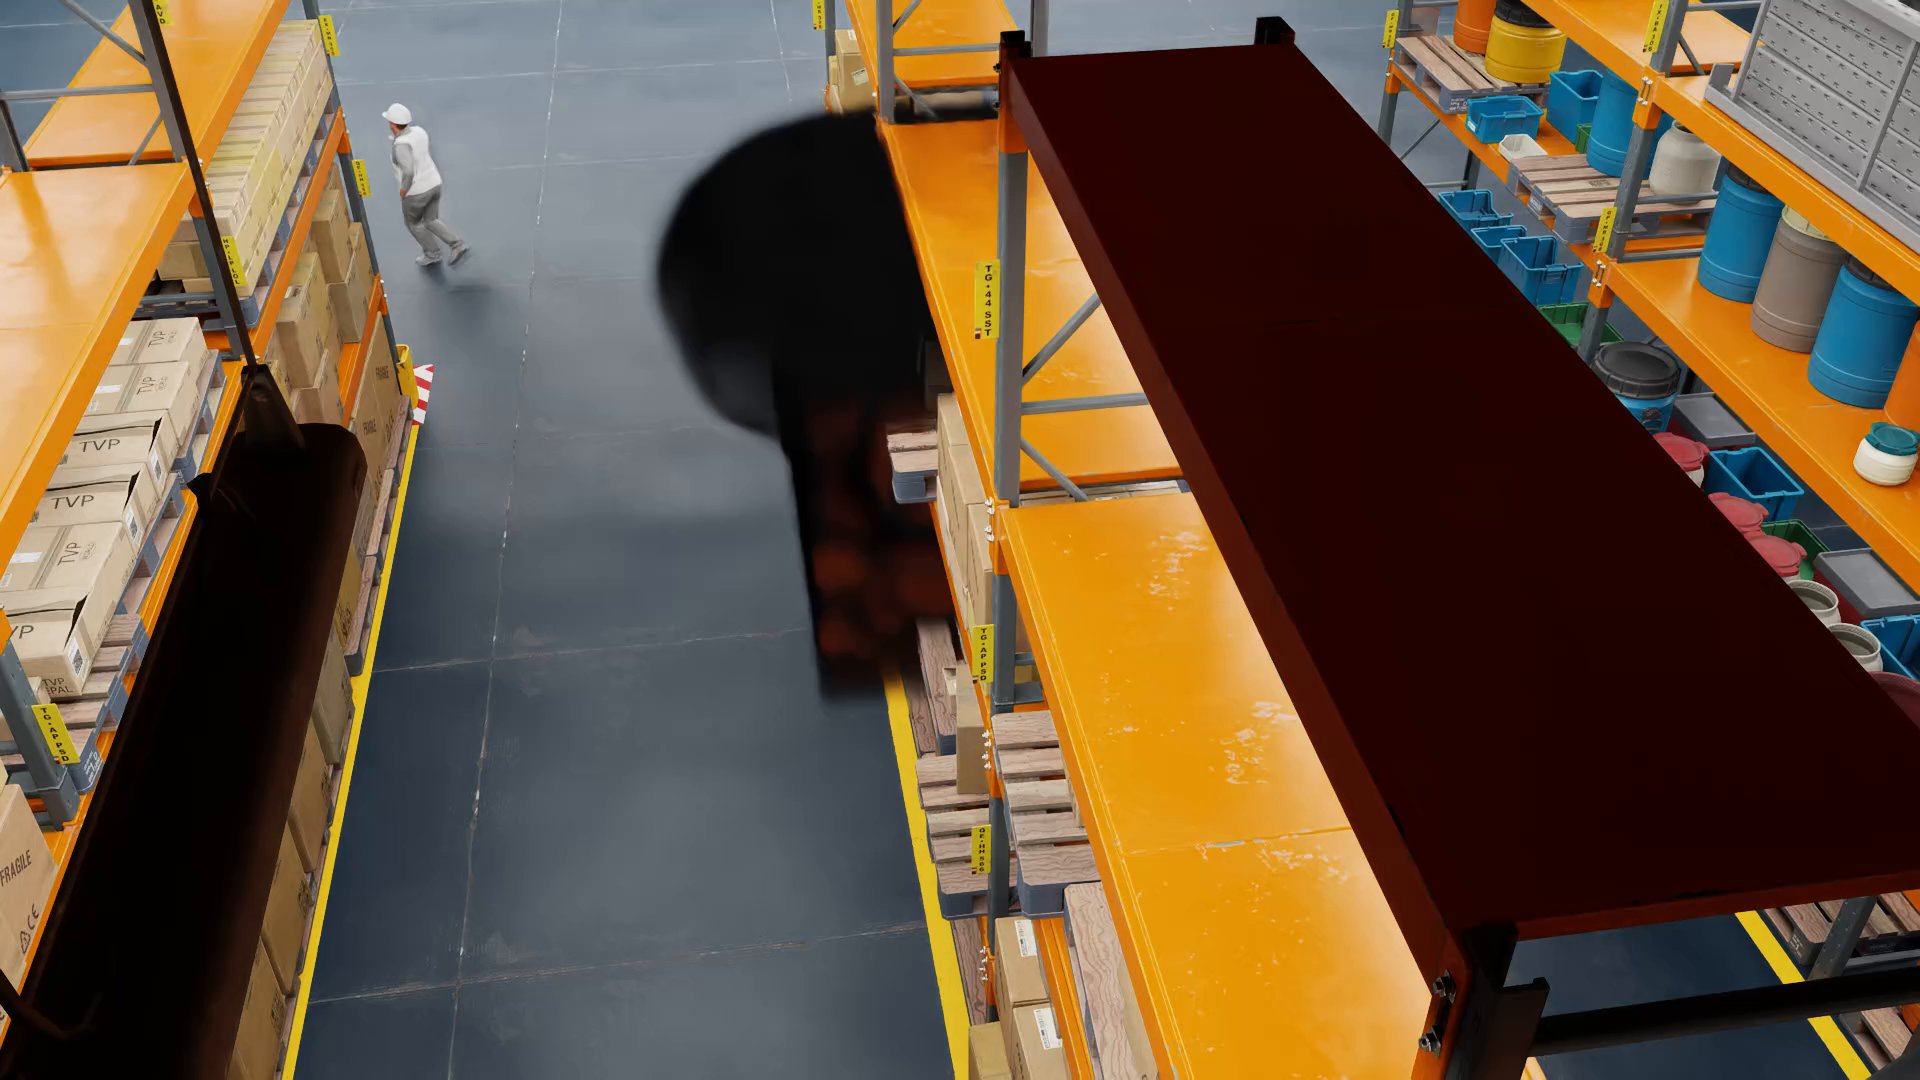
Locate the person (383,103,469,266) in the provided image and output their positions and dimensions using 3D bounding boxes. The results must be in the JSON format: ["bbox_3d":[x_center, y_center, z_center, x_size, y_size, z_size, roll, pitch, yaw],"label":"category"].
[{"bbox_3d":[-5.377,-3.551,16.839,0.705,1.749,0.446,14,39,19],"label":"person"}]
